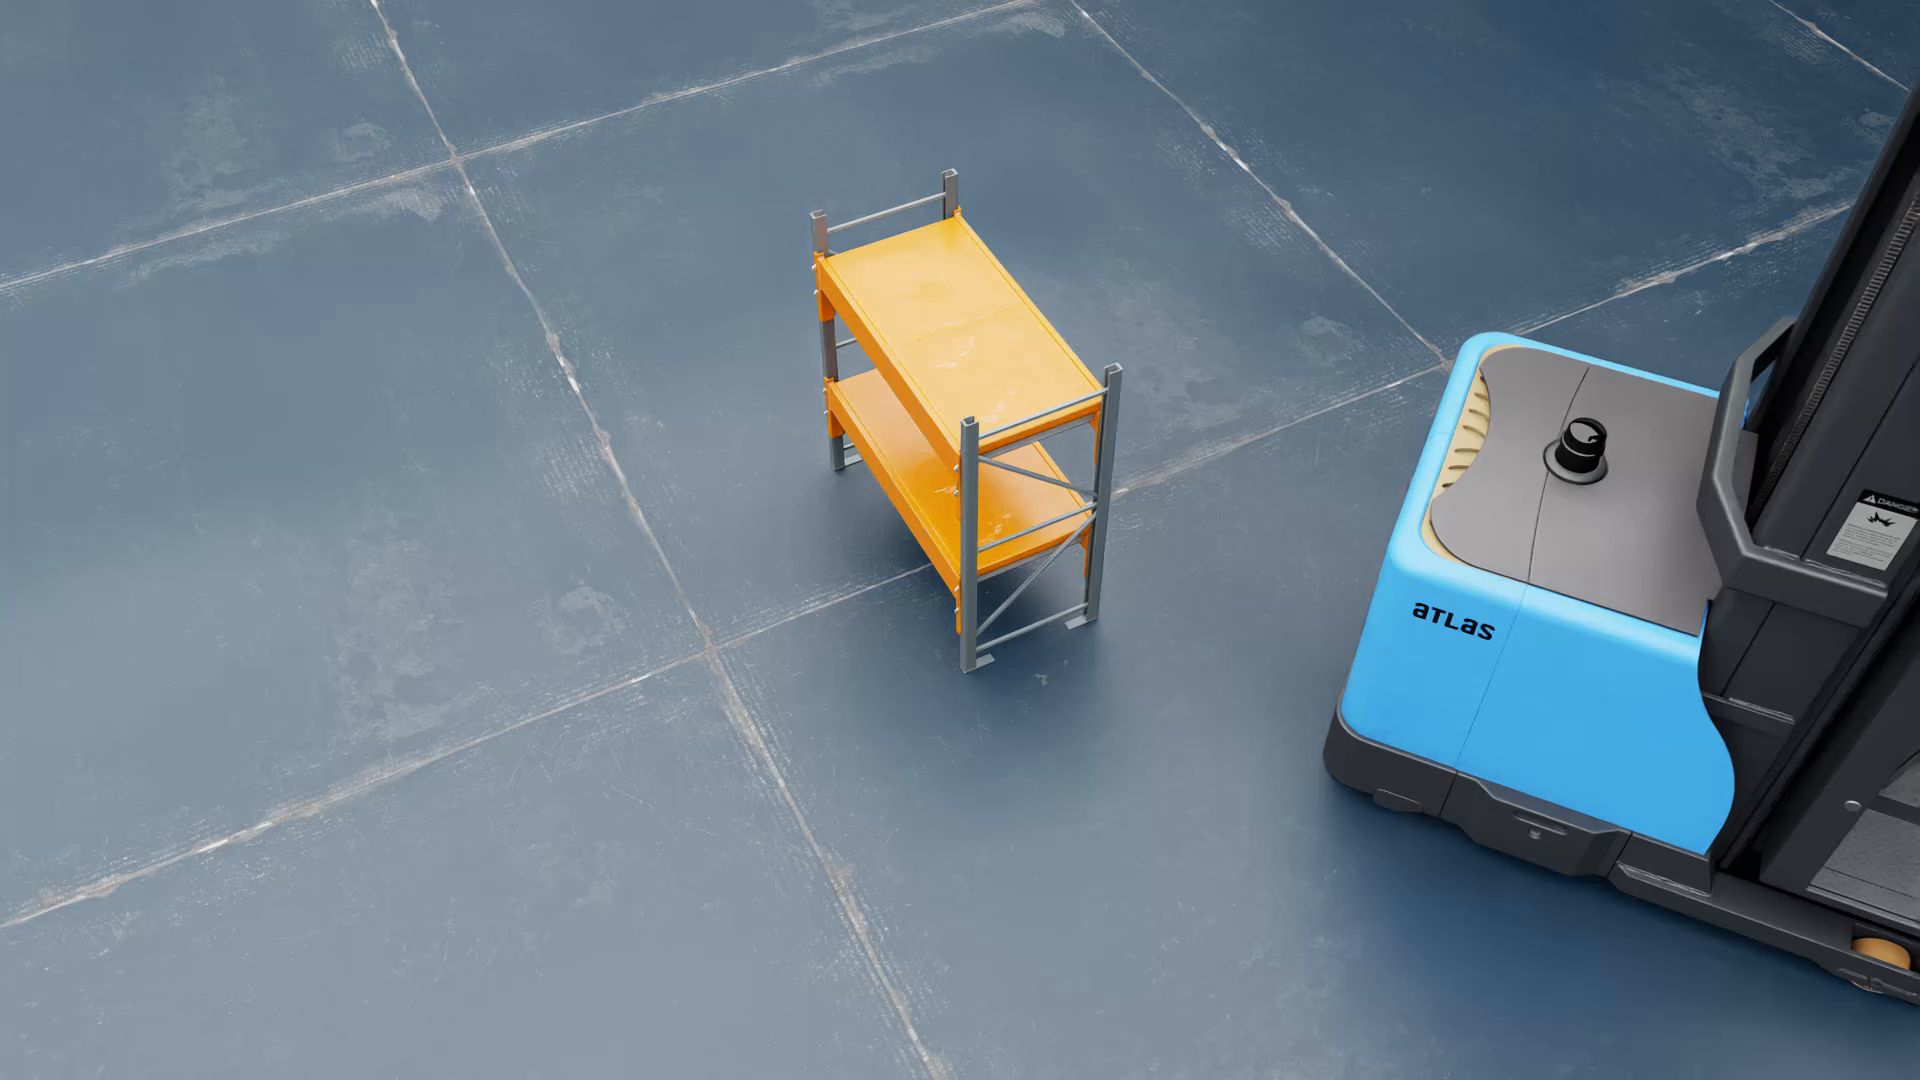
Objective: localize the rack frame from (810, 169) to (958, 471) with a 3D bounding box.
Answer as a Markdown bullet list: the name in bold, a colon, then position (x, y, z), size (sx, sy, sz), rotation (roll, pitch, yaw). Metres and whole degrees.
- **rack frame**: position (-0.236, -0.715, 5.628), size (0.500, 1.125, 0.032), rotation (-21, 52, -18)

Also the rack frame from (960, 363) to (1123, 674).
- **rack frame**: position (0.230, -0.035, 5.033), size (0.500, 1.125, 0.032), rotation (-21, 52, -18)

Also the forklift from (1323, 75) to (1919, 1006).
- **forklift**: position (2.671, -0.103, 3.893), size (3.031, 2.935, 1.130), rotation (19, 51, 16)

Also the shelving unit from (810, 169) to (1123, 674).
- **shelving unit**: position (-0.003, -0.375, 5.331), size (0.538, 1.125, 1.048), rotation (-21, 52, -18)

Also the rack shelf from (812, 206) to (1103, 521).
- **rack shelf**: position (-0.003, -0.568, 5.110), size (0.538, 0.278, 1.000), rotation (-21, 52, -18)

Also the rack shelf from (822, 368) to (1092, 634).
- **rack shelf**: position (-0.003, -0.214, 5.515), size (0.538, 0.278, 1.000), rotation (-21, 52, -18)
